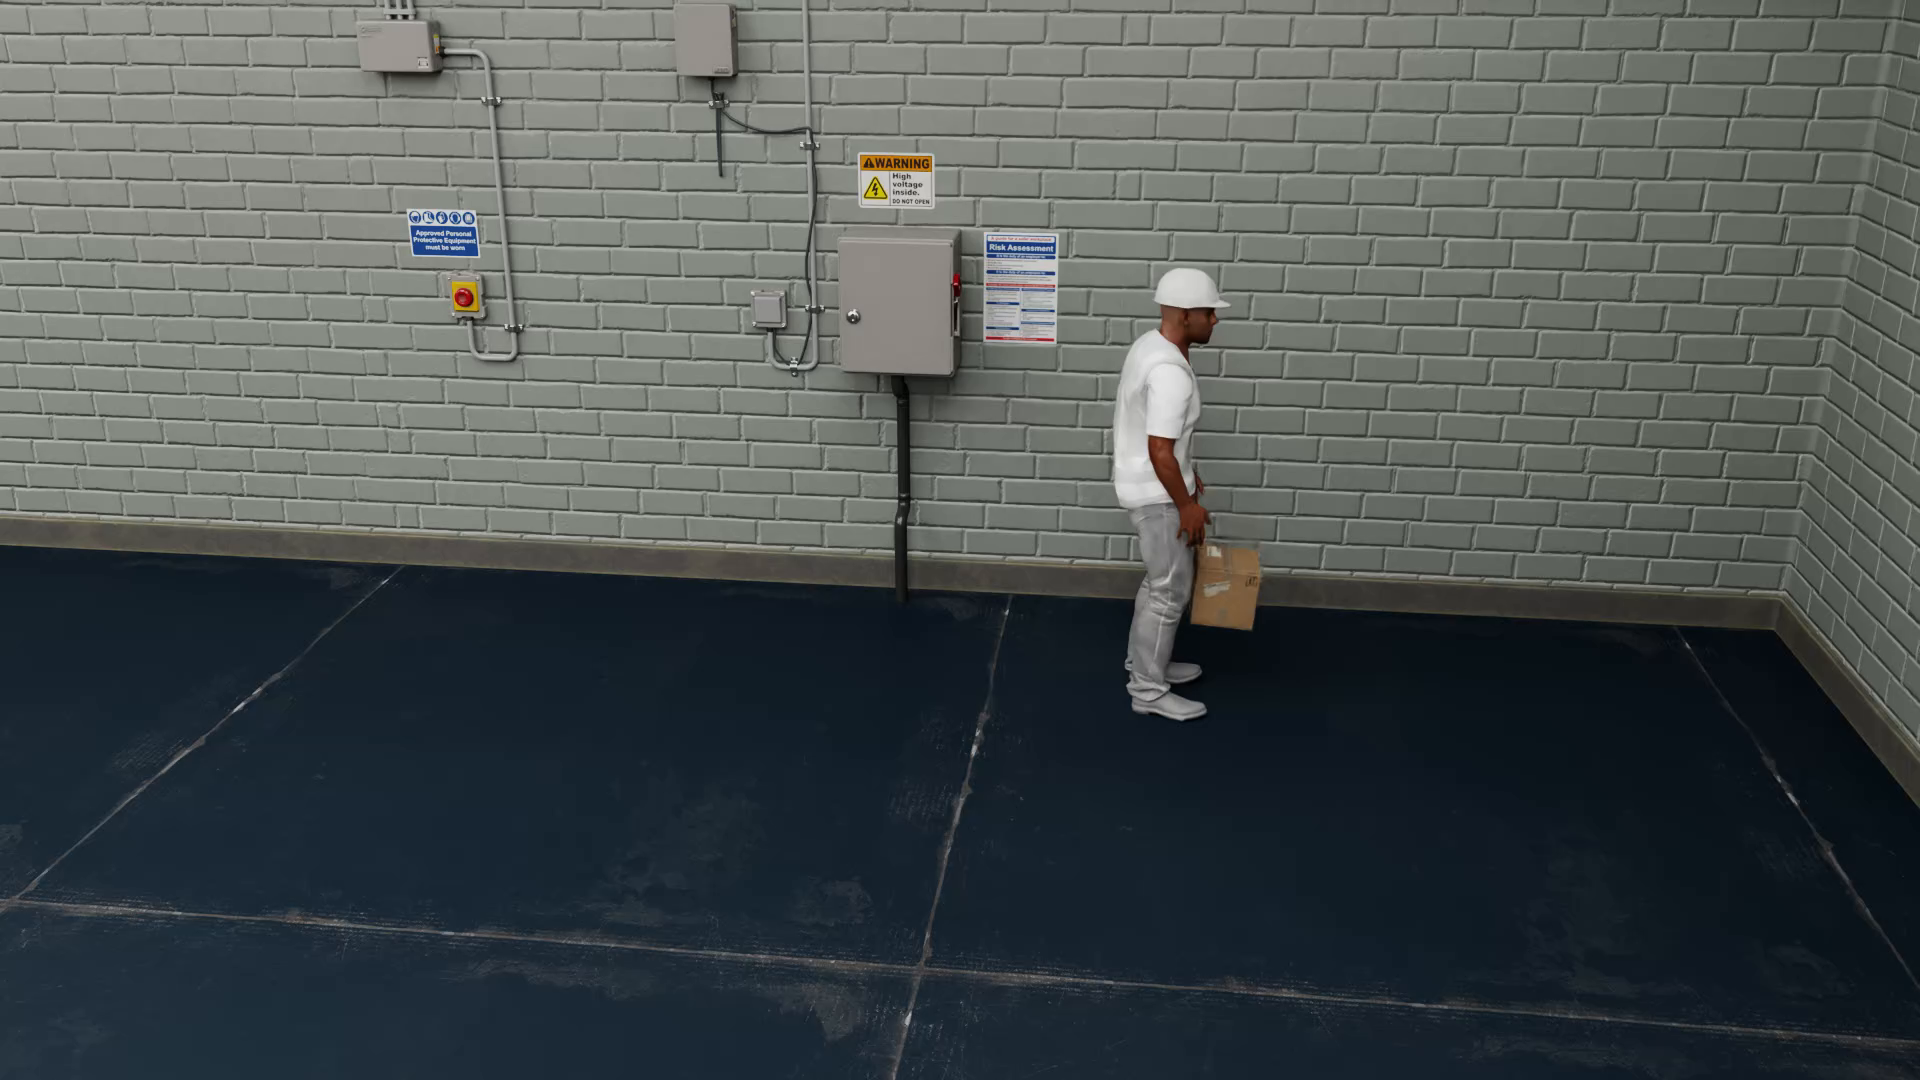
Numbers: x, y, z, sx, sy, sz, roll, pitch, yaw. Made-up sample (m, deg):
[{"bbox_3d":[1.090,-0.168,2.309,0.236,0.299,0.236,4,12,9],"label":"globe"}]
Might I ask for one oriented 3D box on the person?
[{"bbox_3d":[0.810,-0.194,6.557,0.430,1.764,0.592,2,21,5],"label":"person"}]
